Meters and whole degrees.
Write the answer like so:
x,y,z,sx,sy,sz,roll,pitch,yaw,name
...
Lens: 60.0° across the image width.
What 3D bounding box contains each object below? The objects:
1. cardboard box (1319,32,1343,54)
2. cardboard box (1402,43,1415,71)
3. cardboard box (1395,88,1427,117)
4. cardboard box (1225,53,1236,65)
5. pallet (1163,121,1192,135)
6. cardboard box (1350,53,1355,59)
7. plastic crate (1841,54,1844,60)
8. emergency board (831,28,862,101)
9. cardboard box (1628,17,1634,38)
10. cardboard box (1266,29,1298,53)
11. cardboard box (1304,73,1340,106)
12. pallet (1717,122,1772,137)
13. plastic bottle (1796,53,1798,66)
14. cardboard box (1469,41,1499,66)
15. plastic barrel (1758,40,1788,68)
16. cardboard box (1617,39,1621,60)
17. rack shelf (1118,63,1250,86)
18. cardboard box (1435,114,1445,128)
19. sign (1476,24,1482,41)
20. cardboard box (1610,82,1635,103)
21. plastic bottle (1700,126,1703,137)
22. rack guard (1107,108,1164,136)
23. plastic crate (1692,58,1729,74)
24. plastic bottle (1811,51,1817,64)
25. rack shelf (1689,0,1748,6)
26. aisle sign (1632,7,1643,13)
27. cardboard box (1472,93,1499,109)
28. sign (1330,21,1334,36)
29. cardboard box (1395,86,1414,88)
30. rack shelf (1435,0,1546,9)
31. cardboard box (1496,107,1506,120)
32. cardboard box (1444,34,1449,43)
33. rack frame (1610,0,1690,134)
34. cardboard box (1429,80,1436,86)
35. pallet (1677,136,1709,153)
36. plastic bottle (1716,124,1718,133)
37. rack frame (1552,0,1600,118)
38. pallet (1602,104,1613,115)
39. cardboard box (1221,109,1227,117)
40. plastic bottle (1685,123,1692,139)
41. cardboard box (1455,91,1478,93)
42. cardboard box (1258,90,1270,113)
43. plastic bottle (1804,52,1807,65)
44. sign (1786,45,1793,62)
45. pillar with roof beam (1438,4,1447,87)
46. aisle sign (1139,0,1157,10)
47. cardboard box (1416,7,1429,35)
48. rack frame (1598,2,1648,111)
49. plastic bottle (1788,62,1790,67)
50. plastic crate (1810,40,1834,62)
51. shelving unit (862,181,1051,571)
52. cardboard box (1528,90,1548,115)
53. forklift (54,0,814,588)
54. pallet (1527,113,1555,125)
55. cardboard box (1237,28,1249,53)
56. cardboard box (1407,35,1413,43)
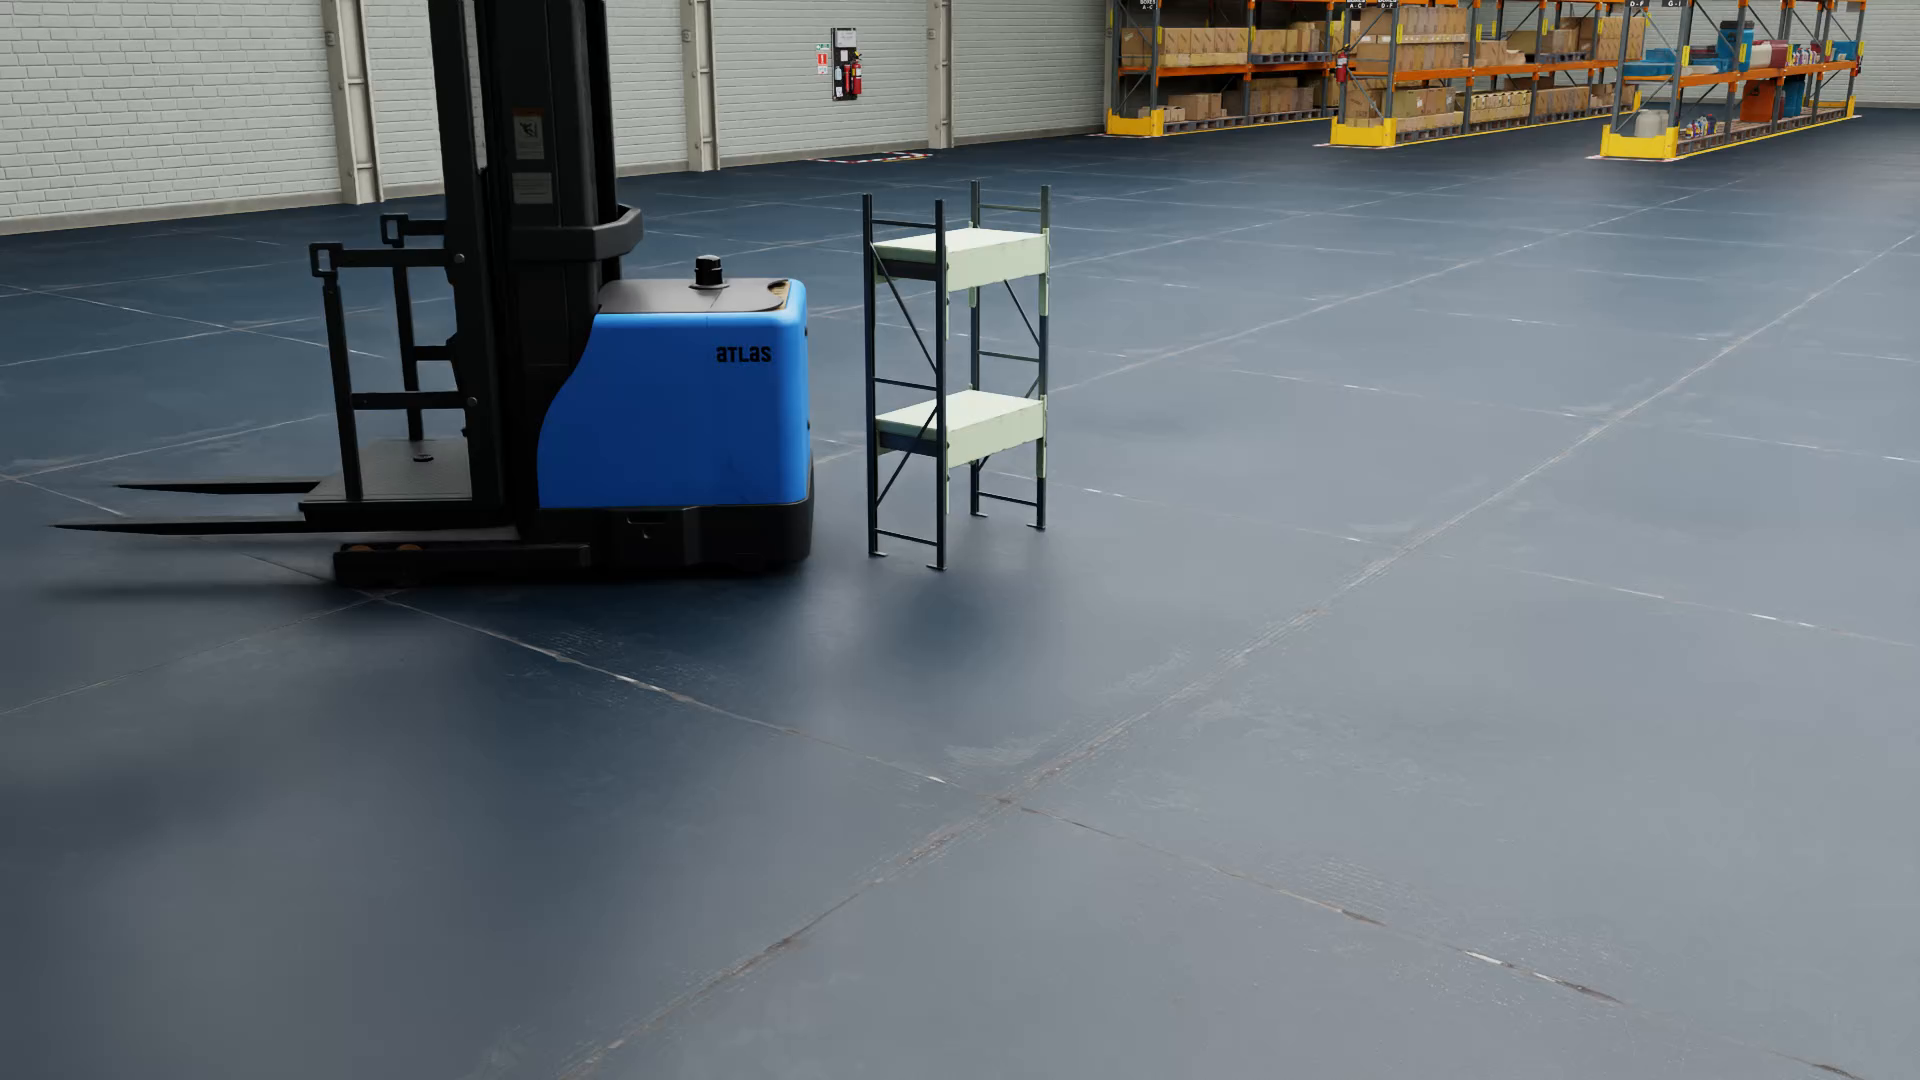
x,y,z,sx,sy,sz,roll,pitch,yaw,name
8.761,-11.823,39.553,0.500,0.500,0.500,13,22,36,cardboard box
8.077,-9.055,31.178,0.700,0.500,0.500,13,22,36,cardboard box
8.562,-8.348,31.731,0.500,0.500,0.500,12,21,35,cardboard box
5.540,-10.254,35.426,0.500,0.250,0.500,13,21,35,cardboard box
4.057,-8.521,34.327,1.003,0.211,1.213,12,21,35,pallet
9.392,-11.791,40.546,0.380,0.149,0.250,13,21,36,cardboard box
20.464,-11.318,38.974,0.396,0.136,0.243,12,21,35,plastic crate
-1.857,-7.956,27.806,0.194,1.169,0.643,12,21,35,emergency board
16.363,-12.710,41.259,0.500,0.500,0.500,13,22,36,cardboard box
7.269,-11.396,37.973,0.700,0.500,0.500,12,21,35,cardboard box
8.809,-10.879,40.134,0.750,0.750,0.750,12,21,34,cardboard box
15.729,-8.293,33.592,1.003,0.211,1.213,12,21,35,pallet
17.519,-10.084,34.877,0.097,0.271,0.097,0,17,0,plastic bottle
10.946,-10.198,34.857,0.500,0.500,0.500,12,21,35,cardboard box
16.189,-9.703,33.202,0.600,0.536,0.708,12,21,35,plastic barrel
16.056,-12.115,41.029,0.500,0.500,0.500,12,21,34,cardboard box
4.691,-9.780,34.893,1.077,0.370,4.000,12,21,35,rack shelf
9.170,-8.225,32.600,0.500,0.250,0.500,12,21,35,cardboard box
10.310,-10.079,33.049,0.100,0.325,0.005,12,21,35,sign
16.887,-11.427,42.456,0.500,0.500,0.500,12,21,35,cardboard box
13.231,-7.325,29.751,0.097,0.201,0.097,0,17,0,plastic bottle
3.544,-8.472,33.681,1.175,0.500,0.348,12,21,35,rack guard
13.397,-8.467,29.701,0.499,0.251,0.616,12,21,35,plastic crate
18.630,-10.545,36.351,0.152,0.276,0.135,12,21,35,plastic bottle
12.647,-9.462,28.810,1.077,0.370,4.000,12,21,35,rack shelf
17.300,-13.787,42.200,0.394,0.787,0.004,12,21,35,aisle sign
10.919,-9.177,34.720,0.500,0.311,0.500,12,21,33,cardboard box
8.707,-11.974,38.926,0.100,0.325,0.005,12,21,35,sign
8.739,-8.678,32.794,0.500,0.500,0.500,12,21,35,cardboard box
11.055,-11.291,34.700,1.077,0.370,4.000,12,21,35,rack shelf
11.218,-9.032,35.198,0.500,0.250,0.500,13,21,36,cardboard box
9.265,-9.738,32.283,0.380,0.149,0.250,12,21,34,cardboard box
11.455,-7.897,27.615,1.000,3.000,0.127,12,21,35,rack frame
12.397,-12.161,44.855,0.700,0.500,0.500,12,21,35,cardboard box
12.679,-7.073,29.665,1.003,0.211,1.213,12,21,35,pallet
13.873,-7.582,30.577,0.097,0.201,0.097,0,17,0,plastic bottle
14.630,-11.631,39.640,1.000,3.000,0.127,12,21,35,rack frame
15.766,-10.754,41.519,1.003,0.211,1.213,12,21,35,pallet
5.588,-9.324,36.248,0.380,0.166,0.250,9,20,28,cardboard box
12.786,-7.181,29.167,0.097,0.271,0.097,0,17,0,plastic bottle
10.780,-9.390,35.408,0.500,0.311,0.500,12,21,34,cardboard box
6.575,-9.927,37.624,0.700,0.500,0.500,12,21,34,cardboard box
18.032,-10.305,35.580,0.152,0.276,0.135,12,21,35,plastic bottle
16.668,-9.785,33.419,0.100,0.325,0.005,12,21,35,sign
17.404,-16.358,44.747,9.100,9.000,0.400,12,21,35,pillar with roof beam
3.697,-10.819,32.641,0.394,0.787,0.004,12,21,35,aisle sign
8.408,-9.808,31.414,0.700,0.500,0.500,13,21,35,cardboard box
17.013,-12.584,42.708,1.000,3.000,0.127,12,21,35,rack frame
17.015,-9.899,34.272,0.152,0.276,0.135,12,21,35,plastic bottle
19.339,-10.982,37.342,0.402,0.464,0.583,12,21,35,plastic crate
-0.004,-0.715,7.016,0.431,1.500,0.755,12,21,35,shelving unit
12.747,-9.753,37.064,0.500,0.500,0.500,14,22,37,cardboard box
-2.154,-1.372,6.719,3.031,2.935,1.130,-1,17,-4,forklift
12.721,-9.518,37.537,1.003,0.211,1.213,12,21,35,pallet
5.849,-10.729,35.689,0.500,0.500,0.500,12,21,35,cardboard box
8.191,-9.308,30.898,0.380,0.149,0.250,13,21,35,cardboard box
